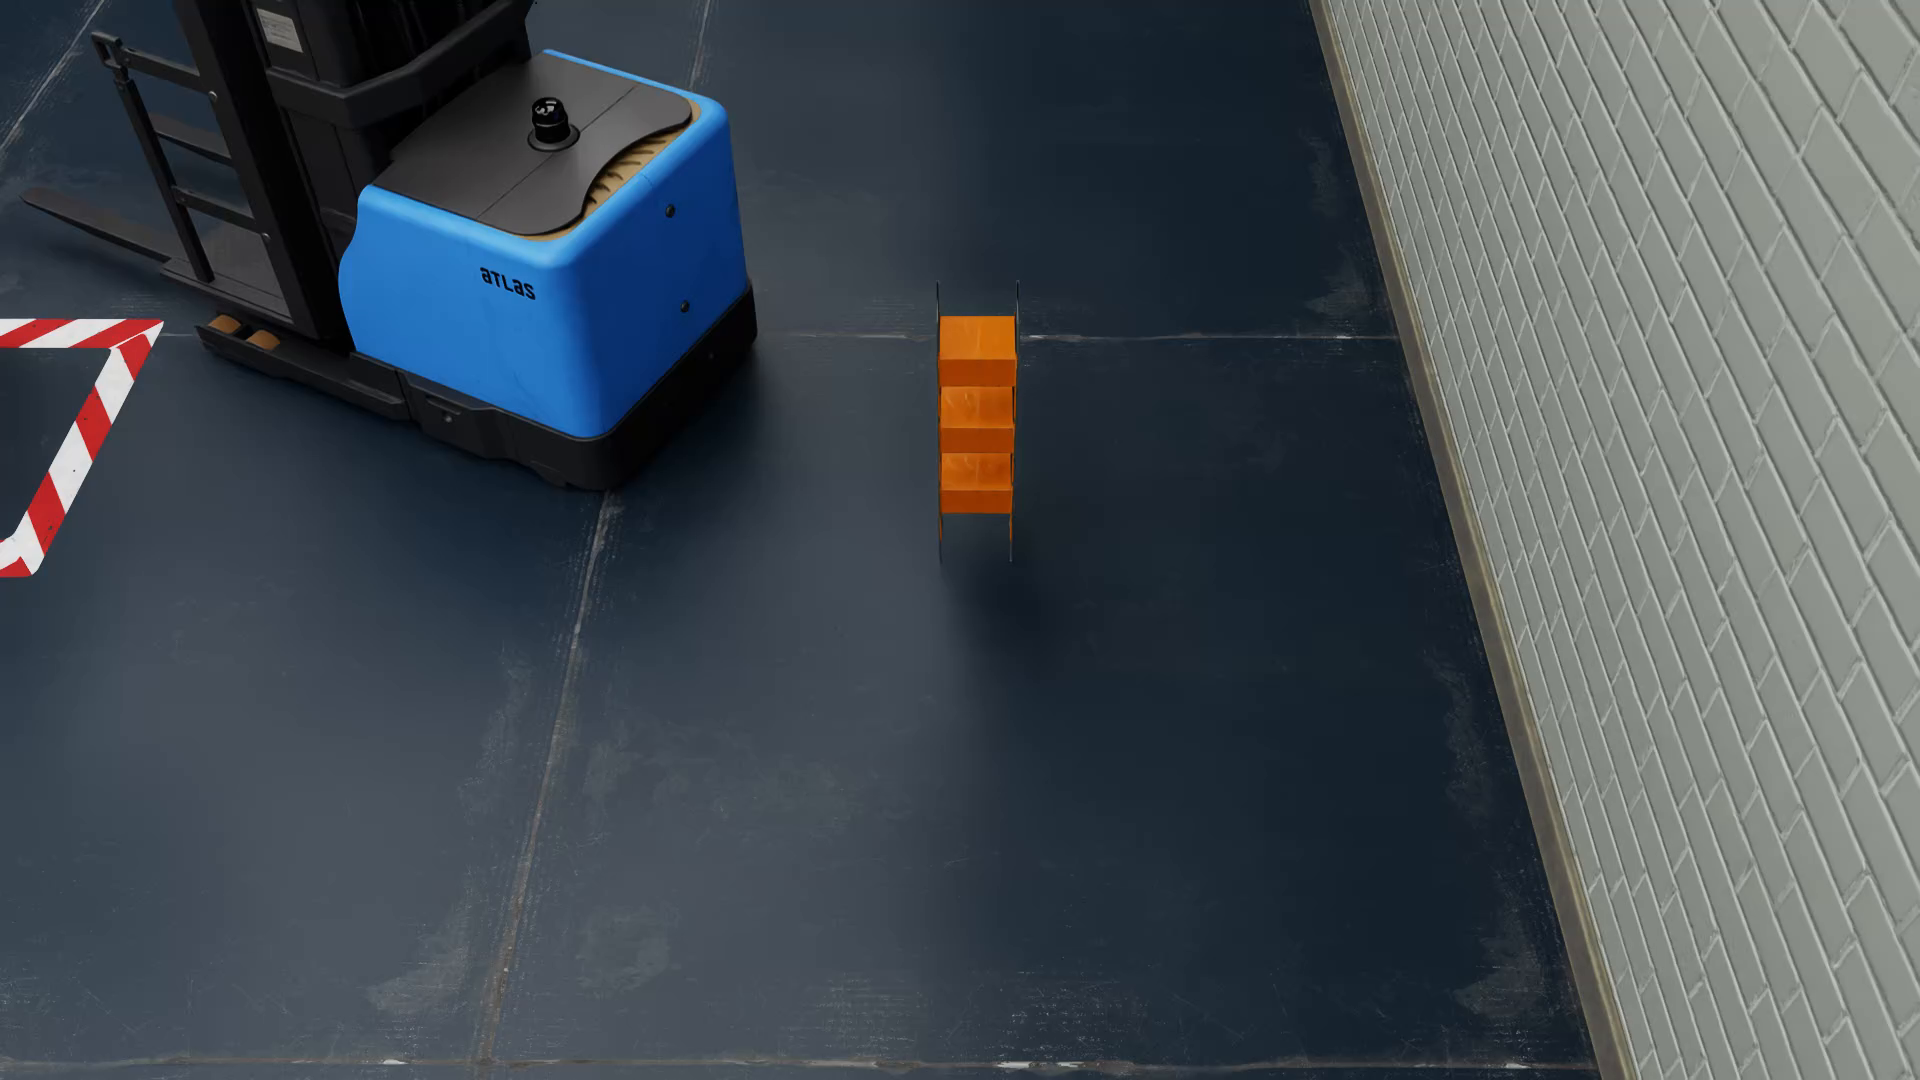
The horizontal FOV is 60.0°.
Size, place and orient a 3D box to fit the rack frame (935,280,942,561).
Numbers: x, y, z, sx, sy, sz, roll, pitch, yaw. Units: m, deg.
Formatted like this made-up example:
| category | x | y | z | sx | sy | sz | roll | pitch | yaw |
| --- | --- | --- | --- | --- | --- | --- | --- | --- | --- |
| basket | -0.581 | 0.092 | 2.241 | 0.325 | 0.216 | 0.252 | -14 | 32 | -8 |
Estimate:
| category | x | y | z | sx | sy | sz | roll | pitch | yaw |
| --- | --- | --- | --- | --- | --- | --- | --- | --- | --- |
| rack frame | -0.068 | -0.358 | 5.366 | 0.008 | 1.050 | 0.200 | 0 | 47 | 0 |

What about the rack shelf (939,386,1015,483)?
| category | x | y | z | sx | sy | sz | roll | pitch | yaw |
| --- | --- | --- | --- | --- | --- | --- | --- | --- | --- |
| rack shelf | 0.054 | -0.350 | 5.373 | 0.240 | 0.259 | 0.215 | 0 | 47 | 0 |

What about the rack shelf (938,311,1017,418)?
| category | x | y | z | sx | sy | sz | roll | pitch | yaw |
| --- | --- | --- | --- | --- | --- | --- | --- | --- | --- |
| rack shelf | 0.054 | -0.544 | 5.166 | 0.240 | 0.259 | 0.215 | 0 | 47 | 0 |

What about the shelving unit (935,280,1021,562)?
| category | x | y | z | sx | sy | sz | roll | pitch | yaw |
| --- | --- | --- | --- | --- | --- | --- | --- | --- | --- |
| shelving unit | 0.054 | -0.358 | 5.366 | 0.252 | 1.050 | 0.215 | 0 | 47 | 0 |

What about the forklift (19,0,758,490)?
| category | x | y | z | sx | sy | sz | roll | pitch | yaw |
| --- | --- | --- | --- | --- | --- | --- | --- | --- | --- |
| forklift | -2.326 | -1.950 | 5.562 | 3.031 | 2.935 | 1.130 | 21 | 50 | 18 |

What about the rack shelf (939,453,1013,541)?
| category | x | y | z | sx | sy | sz | roll | pitch | yaw |
| --- | --- | --- | --- | --- | --- | --- | --- | --- | --- |
| rack shelf | 0.054 | -0.161 | 5.577 | 0.240 | 0.259 | 0.215 | 0 | 47 | 0 |

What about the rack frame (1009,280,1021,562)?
| category | x | y | z | sx | sy | sz | roll | pitch | yaw |
| --- | --- | --- | --- | --- | --- | --- | --- | --- | --- |
| rack frame | 0.176 | -0.357 | 5.365 | 0.008 | 1.050 | 0.200 | 0 | 47 | 0 |
